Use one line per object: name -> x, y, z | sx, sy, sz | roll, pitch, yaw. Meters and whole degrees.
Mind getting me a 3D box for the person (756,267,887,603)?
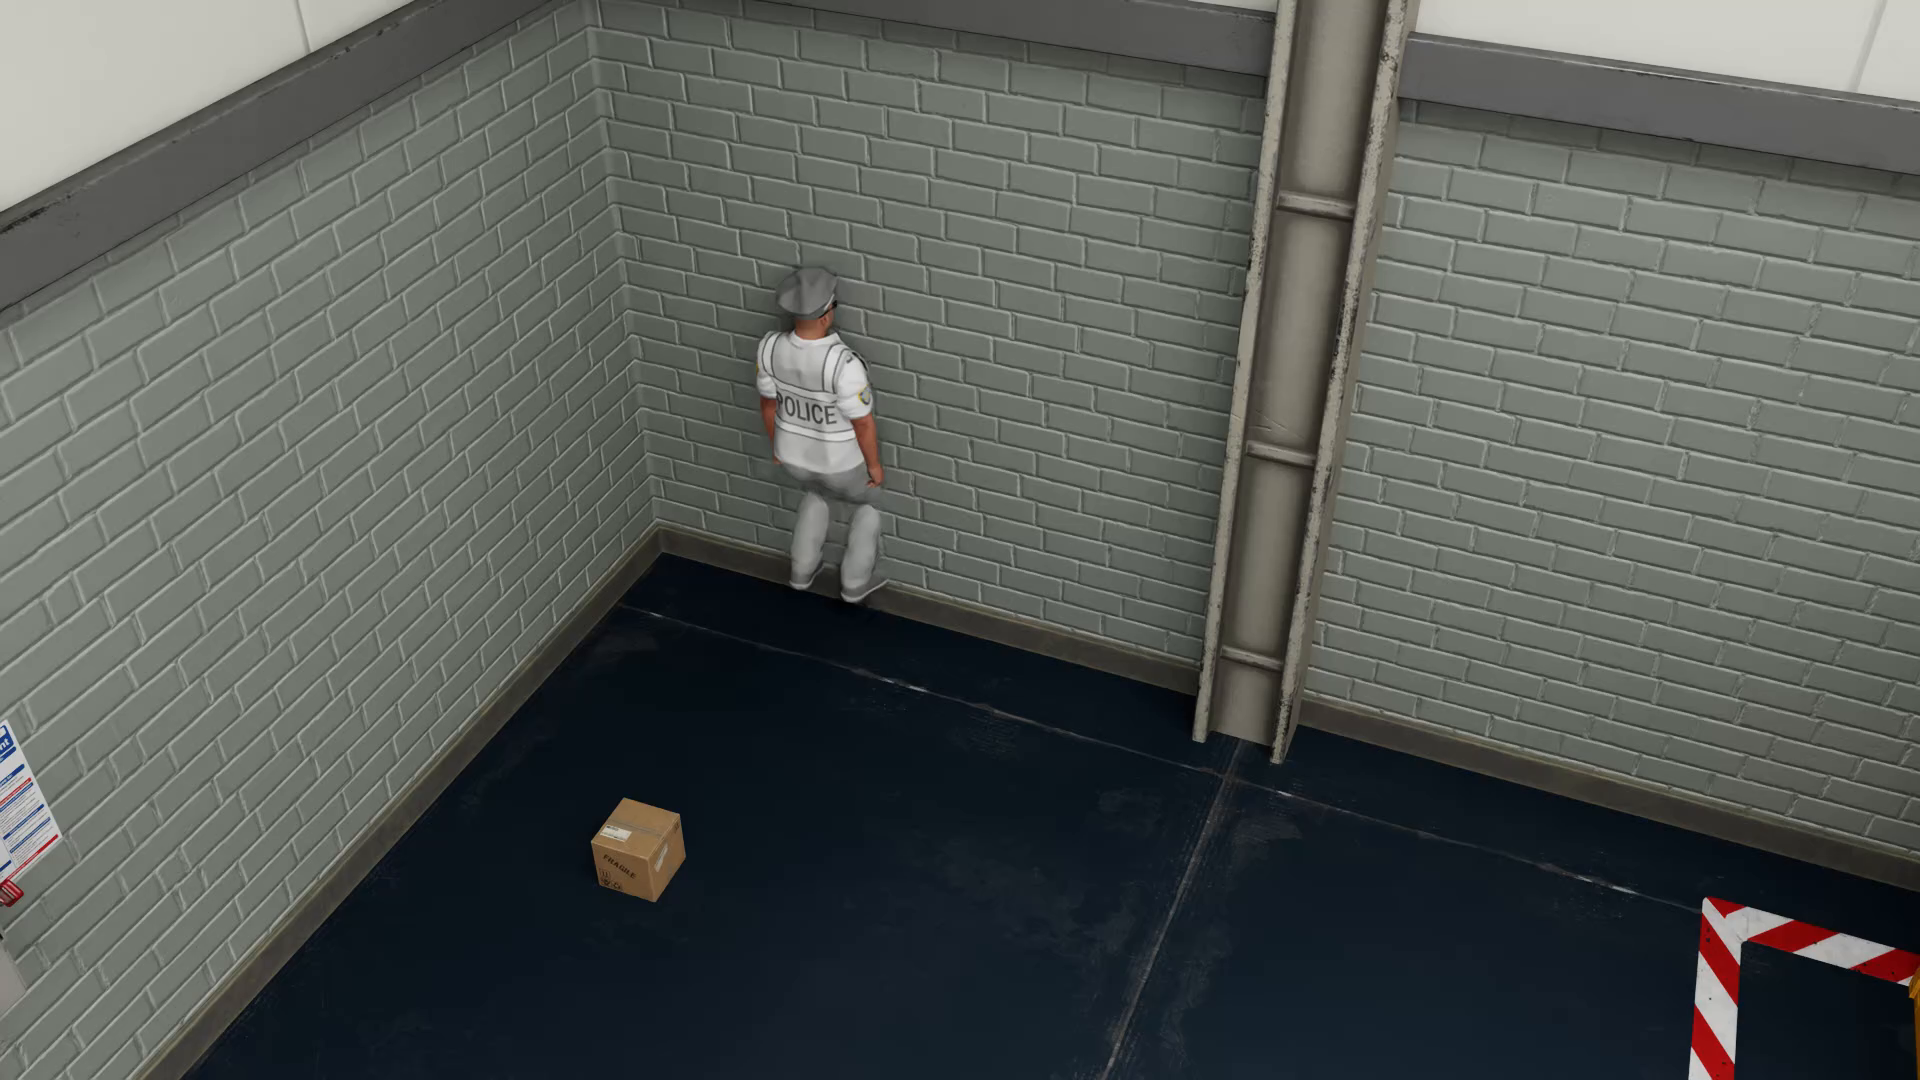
person -> -0.563, -0.467, 7.275 | 0.534, 1.660, 0.489 | 16, 40, 20
